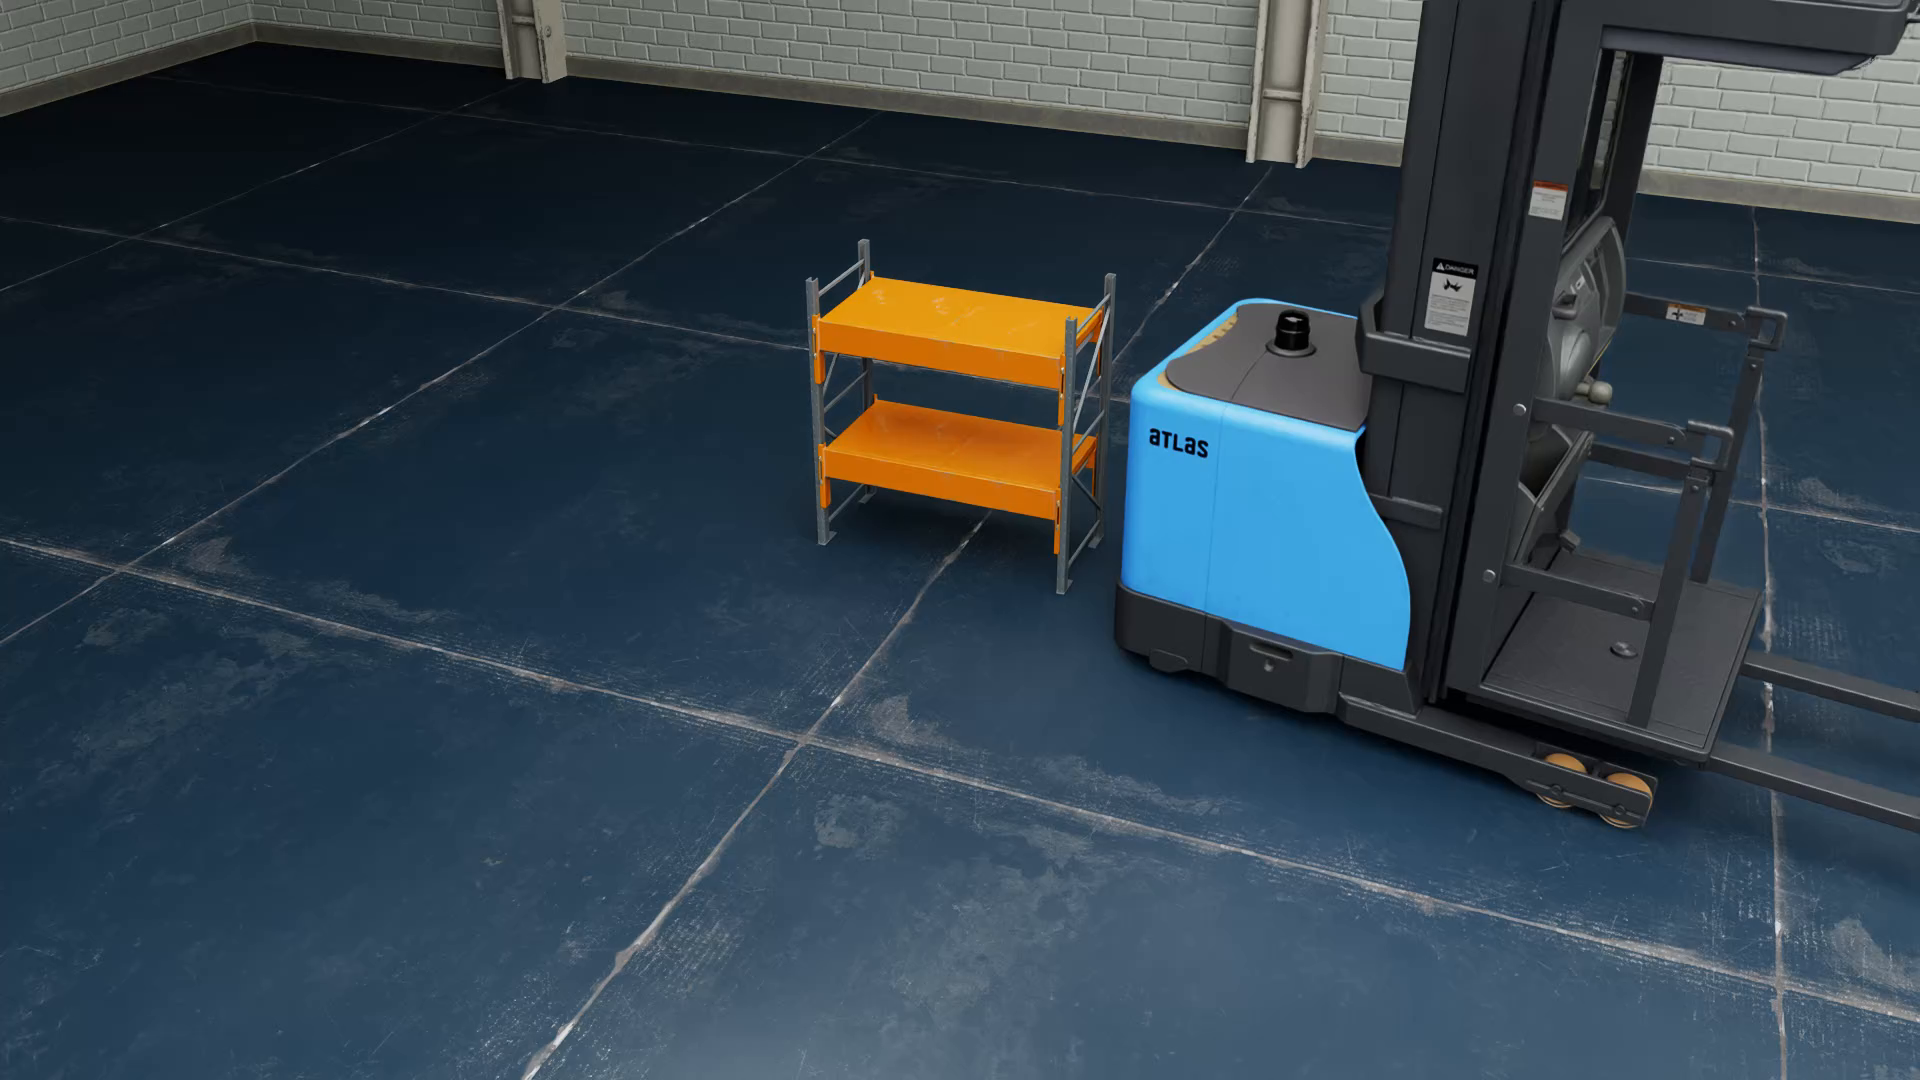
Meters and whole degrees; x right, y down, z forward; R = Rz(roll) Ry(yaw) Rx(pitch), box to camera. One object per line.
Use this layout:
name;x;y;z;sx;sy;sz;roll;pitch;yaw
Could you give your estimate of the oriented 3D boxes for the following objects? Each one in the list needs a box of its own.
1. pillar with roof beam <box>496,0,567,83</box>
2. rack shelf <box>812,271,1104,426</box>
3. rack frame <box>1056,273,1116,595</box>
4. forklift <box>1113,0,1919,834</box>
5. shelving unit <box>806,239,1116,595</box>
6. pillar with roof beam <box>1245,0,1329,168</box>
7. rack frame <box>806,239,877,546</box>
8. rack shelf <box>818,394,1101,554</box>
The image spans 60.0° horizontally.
pillar with roof beam;-5.000;-5.668;7.632;0.400;9.000;9.100;11;31;19
rack shelf;0.006;-0.743;6.327;1.000;0.278;0.538;11;31;19
rack frame;0.477;-0.394;6.305;0.032;1.125;0.500;11;31;19
forklift;2.080;-0.681;4.976;3.031;2.935;1.130;17;33;27
shelving unit;0.006;-0.488;6.471;1.048;1.125;0.538;11;31;19
pillar with roof beam;0.560;-4.558;5.668;0.400;9.000;9.100;11;31;19
rack frame;-0.465;-0.582;6.637;0.032;1.125;0.500;11;31;19
rack shelf;0.006;-0.276;6.591;1.000;0.278;0.538;11;31;19
